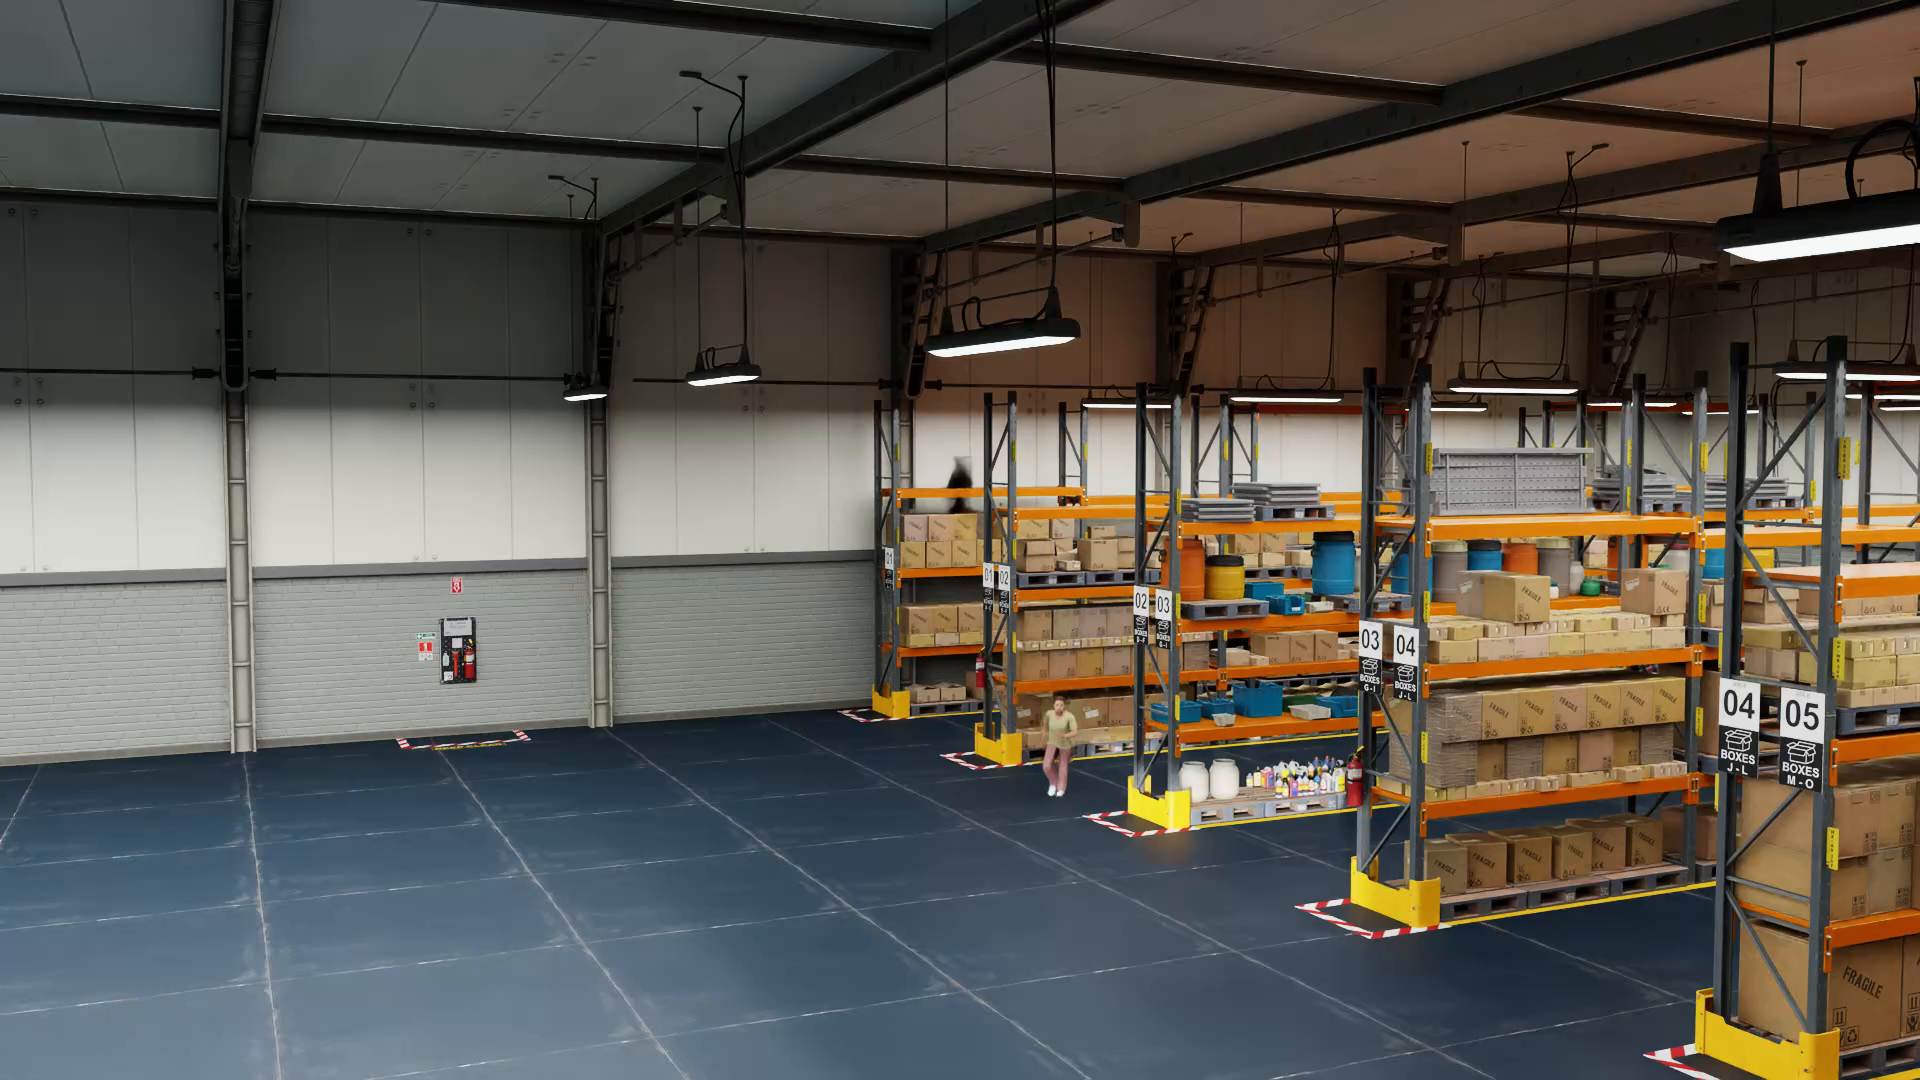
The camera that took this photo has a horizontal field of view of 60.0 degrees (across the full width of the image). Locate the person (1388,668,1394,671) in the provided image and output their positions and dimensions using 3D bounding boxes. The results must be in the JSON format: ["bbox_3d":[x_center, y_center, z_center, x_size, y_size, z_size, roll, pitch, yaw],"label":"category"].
[{"bbox_3d":[7.419,2.667,28.094,0.653,1.719,0.675,-1,3,-18],"label":"person"}]

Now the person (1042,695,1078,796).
[{"bbox_3d":[1.432,2.986,24.008,0.586,1.537,0.889,1,3,12],"label":"person"}]
